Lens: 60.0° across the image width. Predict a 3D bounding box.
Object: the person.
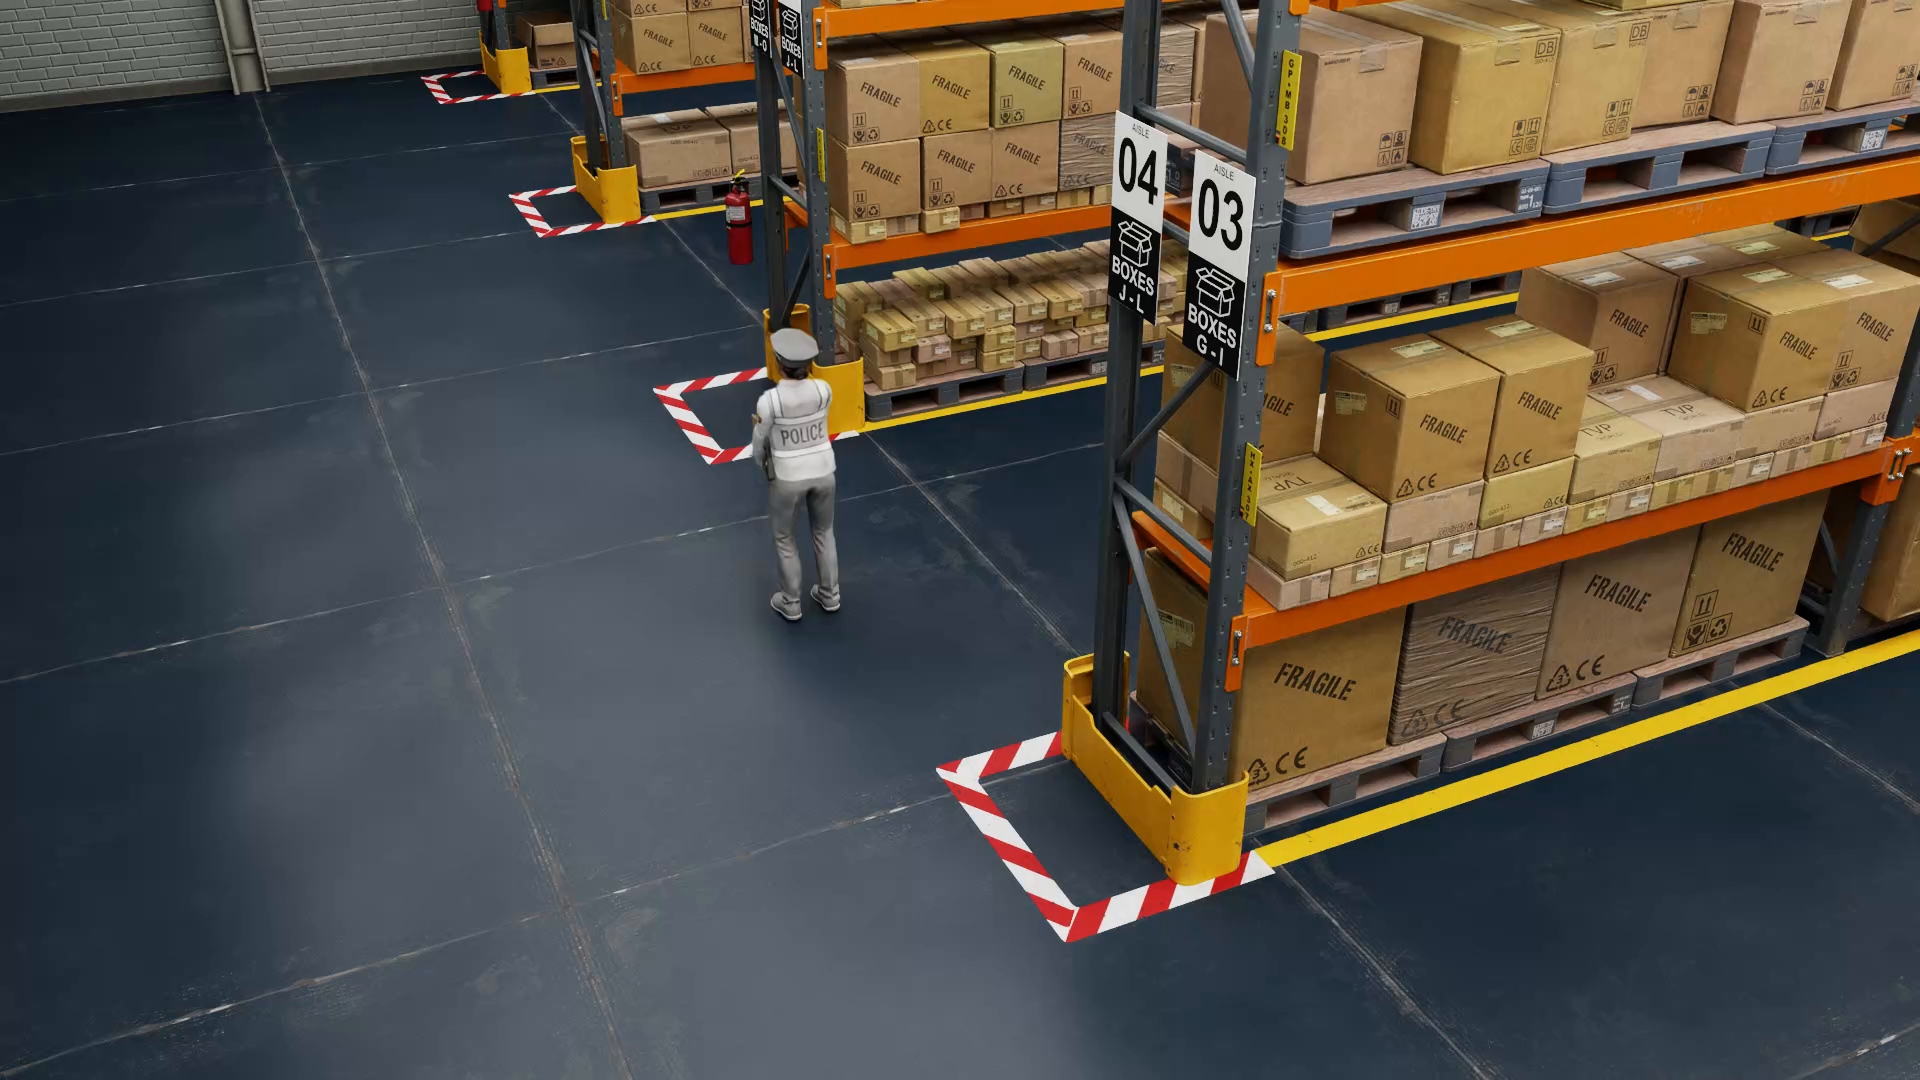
[{"bbox_3d":[-0.910,-0.378,9.095,0.417,1.687,0.523,-14,32,-23],"label":"person"}]
